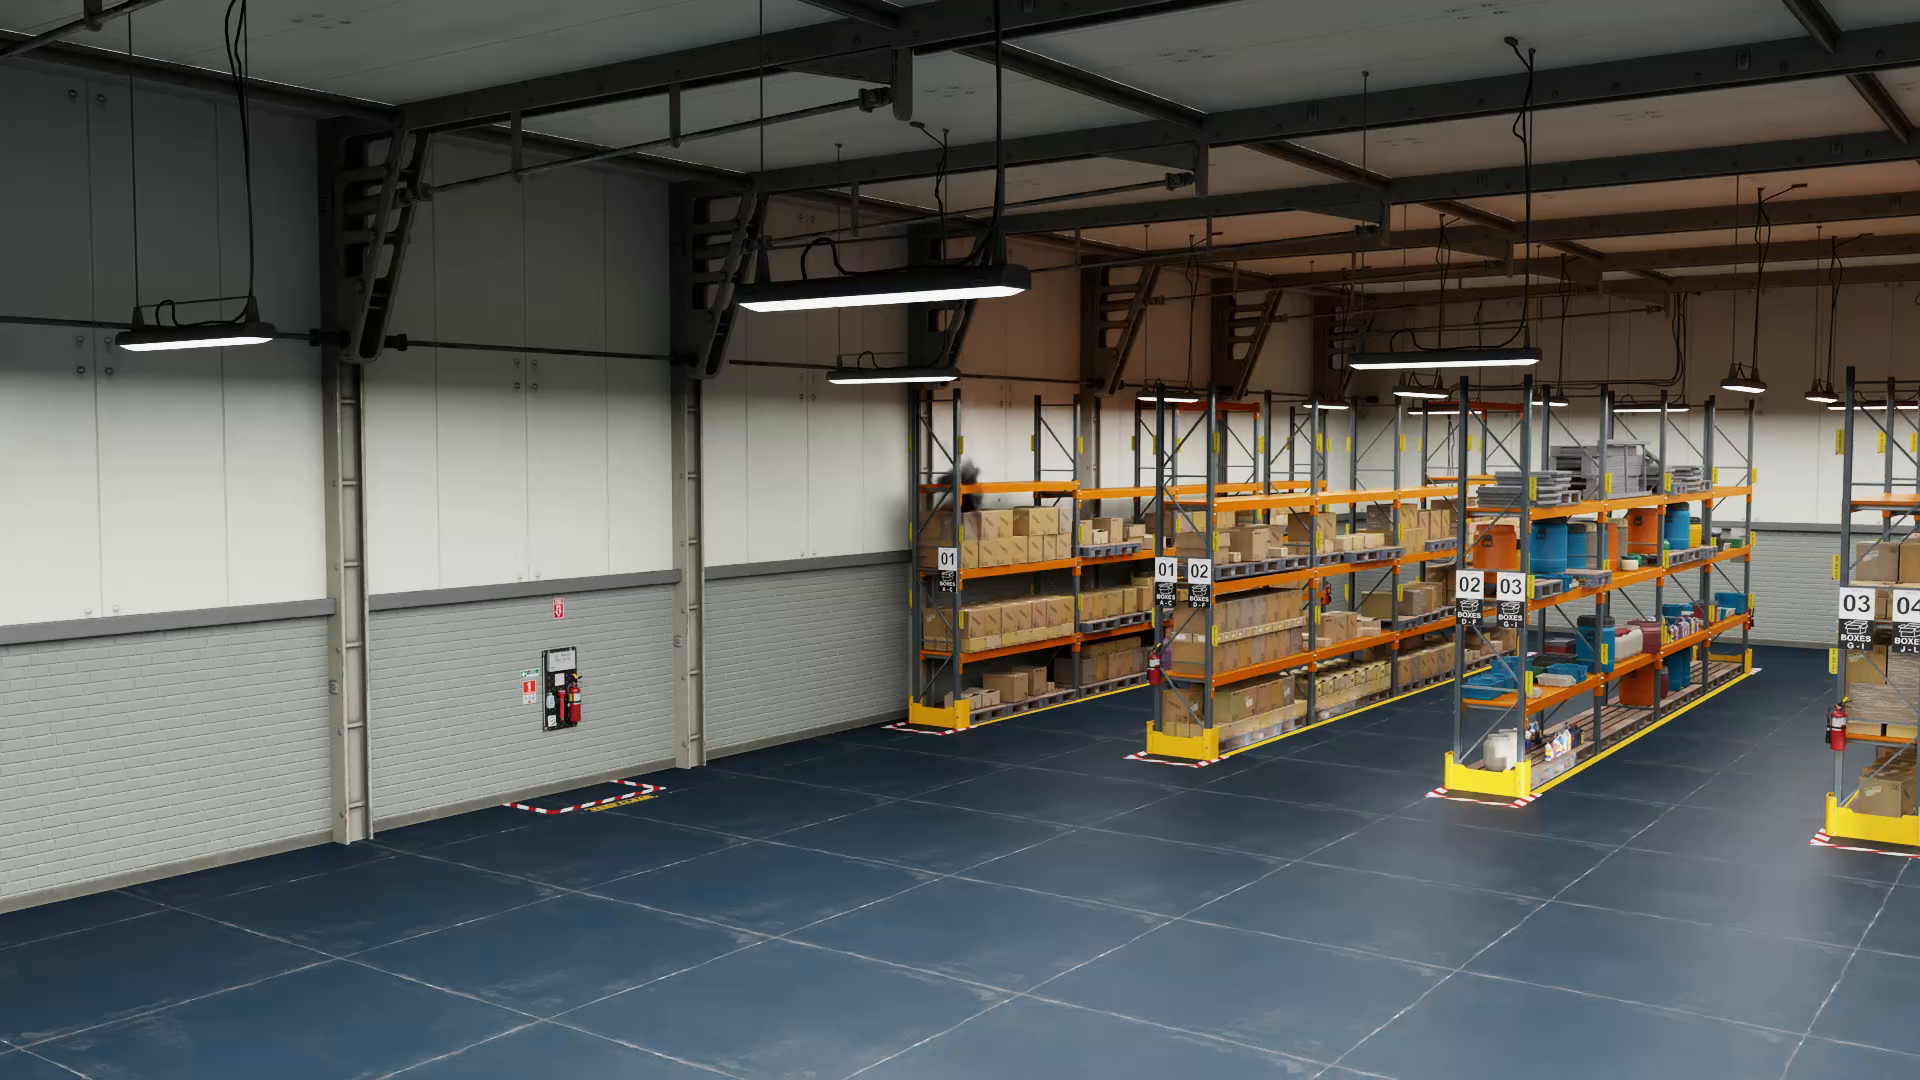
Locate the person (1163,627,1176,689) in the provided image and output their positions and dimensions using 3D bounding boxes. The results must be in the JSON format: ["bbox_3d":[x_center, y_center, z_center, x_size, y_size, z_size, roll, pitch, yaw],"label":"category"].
[{"bbox_3d":[3.960,2.405,31.297,0.521,1.551,0.763,2,4,29],"label":"person"}]
